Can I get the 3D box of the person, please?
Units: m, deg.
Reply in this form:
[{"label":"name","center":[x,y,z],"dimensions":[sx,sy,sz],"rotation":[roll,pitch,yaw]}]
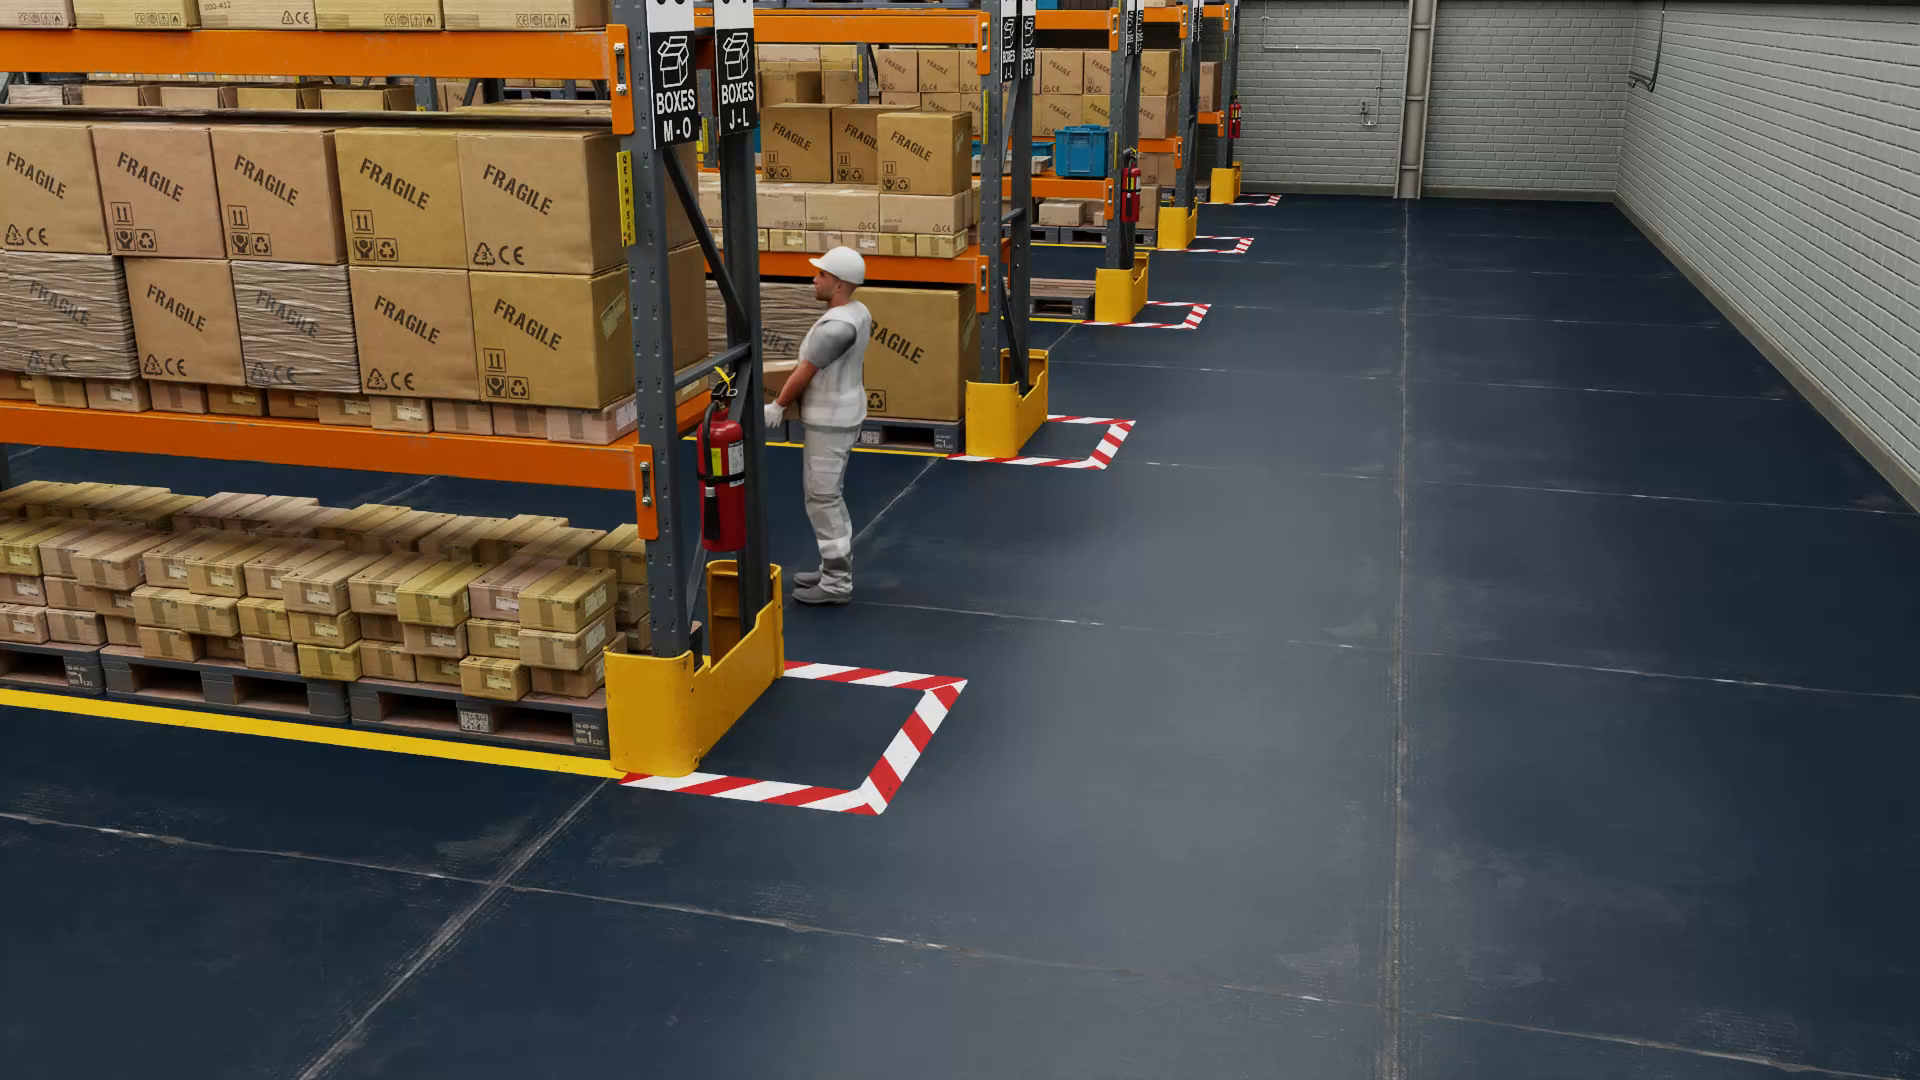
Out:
[{"label":"person","center":[-0.736,-0.568,8.267],"dimensions":[0.572,1.782,0.493],"rotation":[2,18,8]}]
